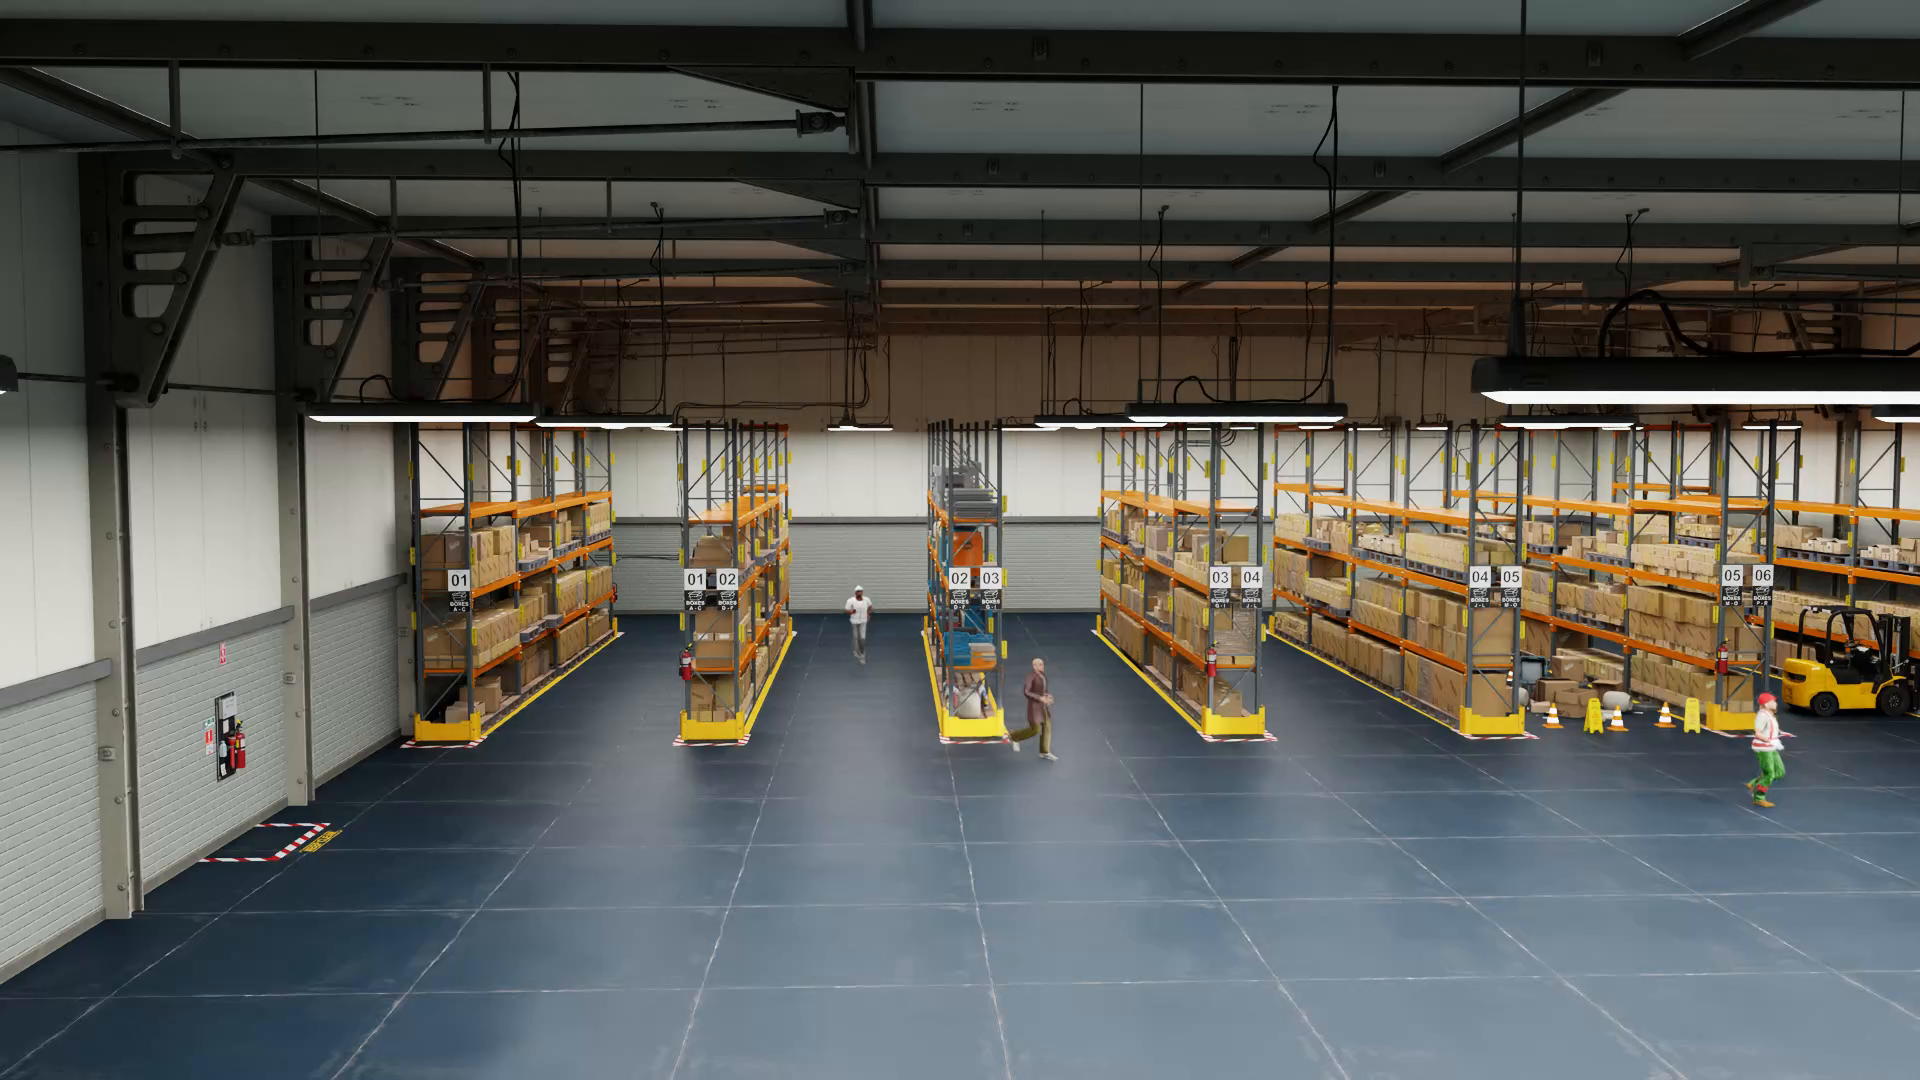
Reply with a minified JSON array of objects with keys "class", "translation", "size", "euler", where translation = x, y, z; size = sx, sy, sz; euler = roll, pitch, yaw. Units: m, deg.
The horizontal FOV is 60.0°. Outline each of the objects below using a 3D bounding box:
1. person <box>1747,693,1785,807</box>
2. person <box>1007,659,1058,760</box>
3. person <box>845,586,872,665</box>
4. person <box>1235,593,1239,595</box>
[{"class":"person","translation":[12.356,3.213,25.482],"size":[0.586,1.745,0.661],"euler":[3,5,40]},{"class":"person","translation":[1.320,2.973,29.368],"size":[0.933,1.781,0.718],"euler":[2,4,32]},{"class":"person","translation":[-2.406,2.031,39.778],"size":[0.687,1.880,0.705],"euler":[-1,4,-12]},{"class":"person","translation":[7.937,1.860,48.240],"size":[0.622,1.583,0.544],"euler":[3,5,40]}]
